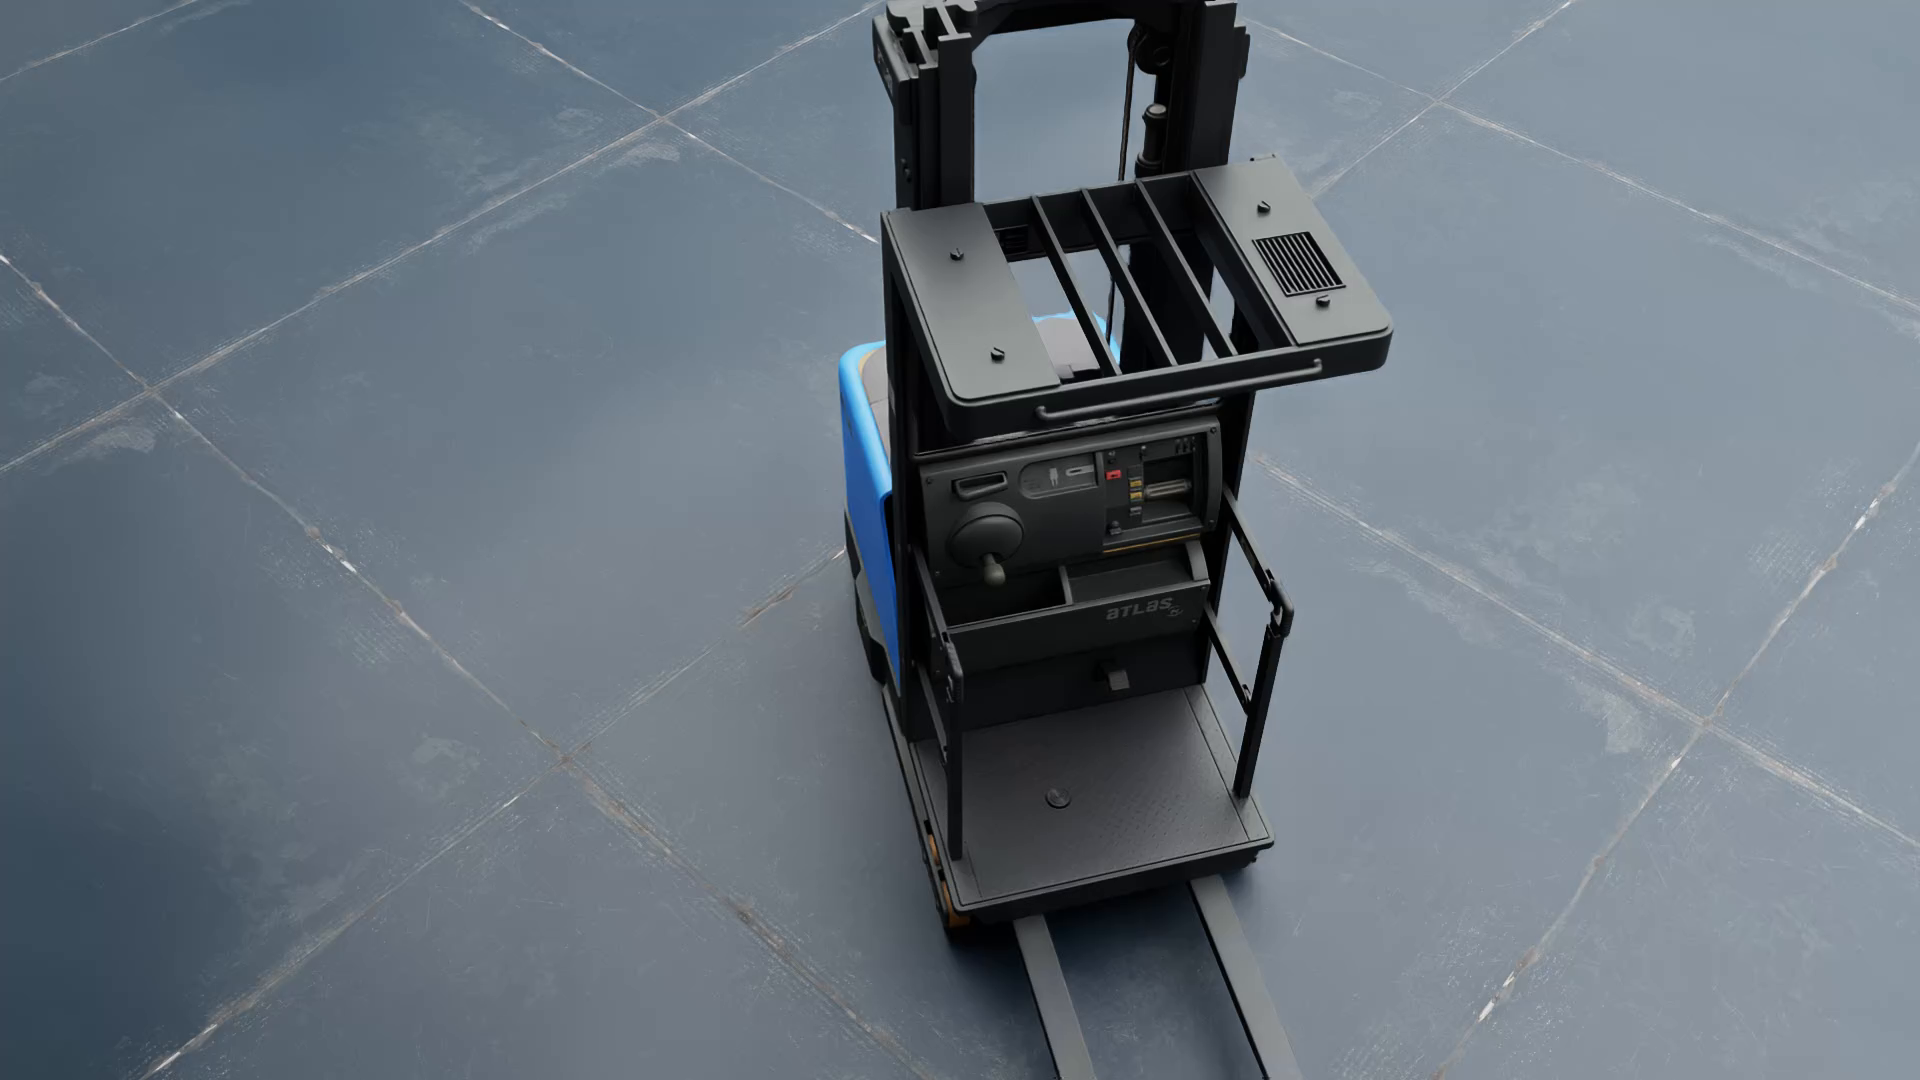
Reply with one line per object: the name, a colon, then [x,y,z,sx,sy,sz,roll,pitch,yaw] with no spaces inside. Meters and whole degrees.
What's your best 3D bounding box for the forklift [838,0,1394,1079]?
forklift: [0.397,-0.014,4.861,1.130,2.935,3.031,-10,48,-10]
